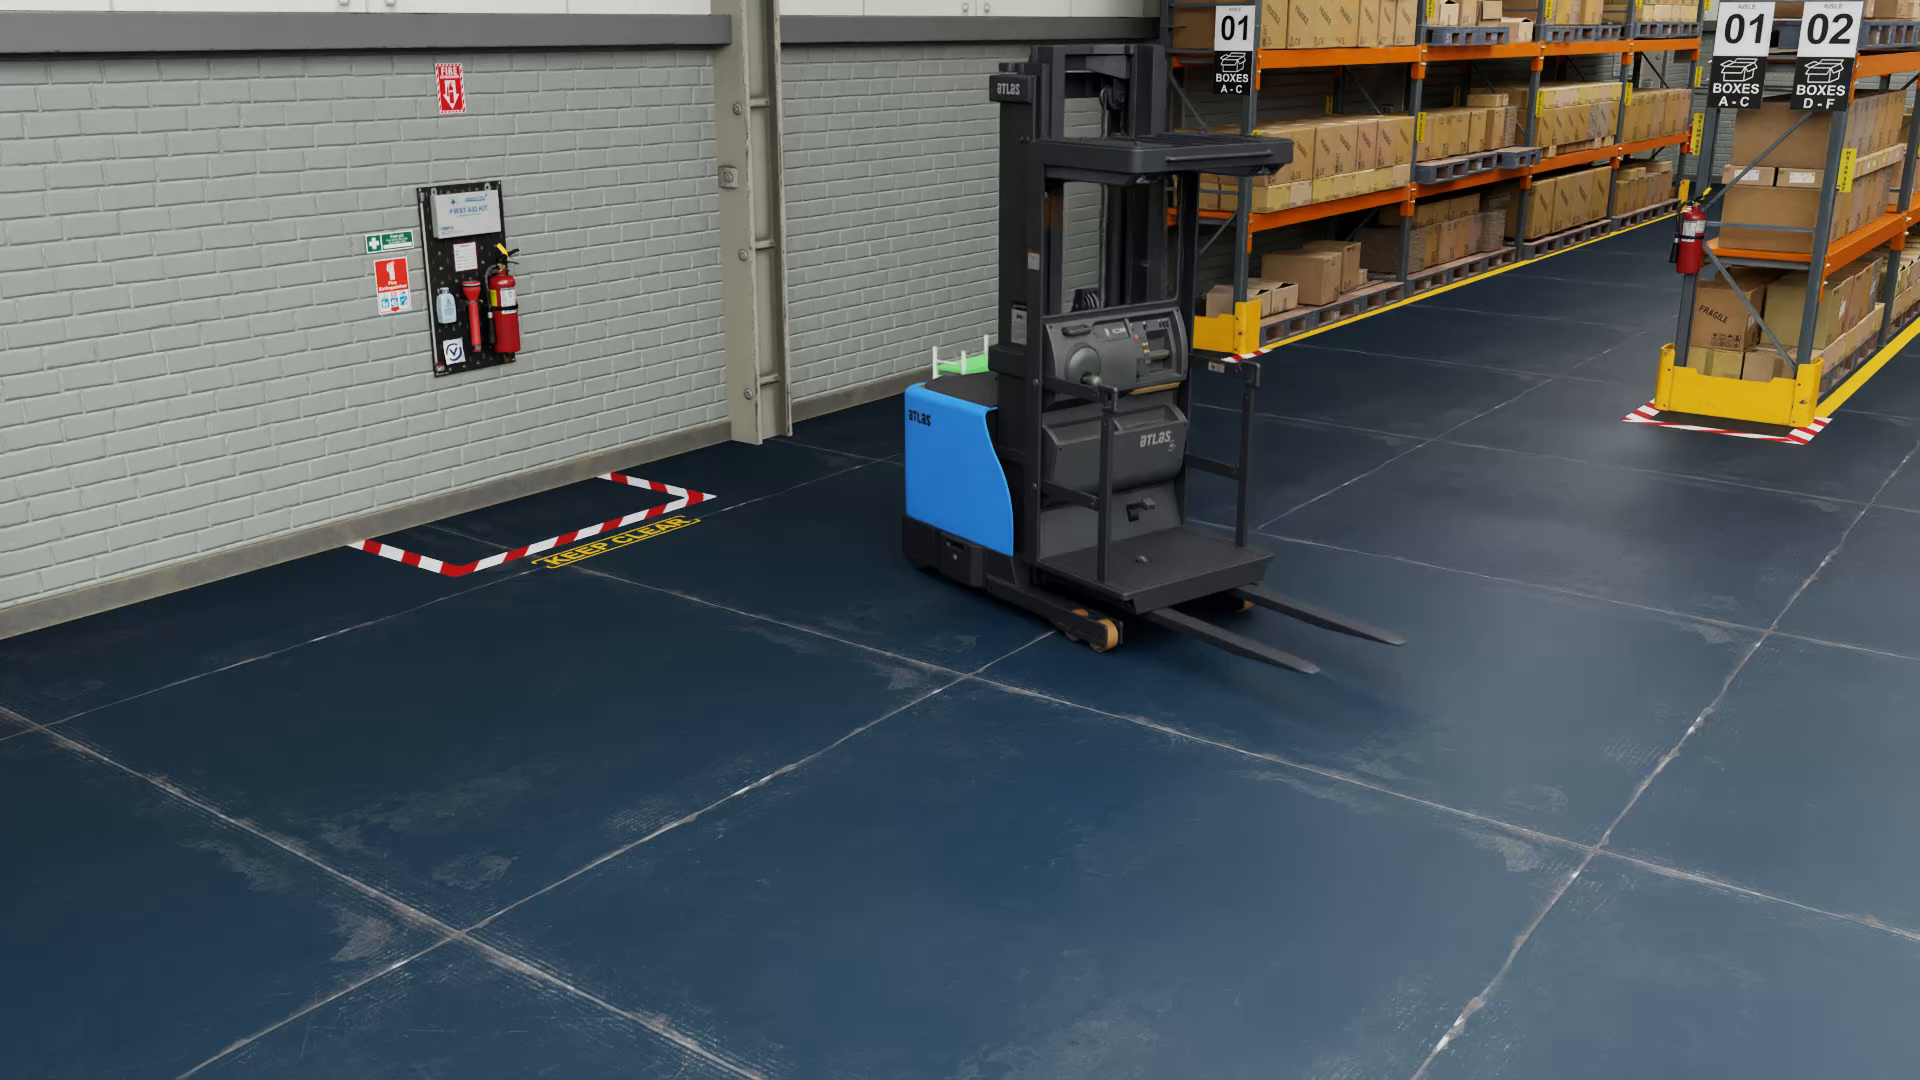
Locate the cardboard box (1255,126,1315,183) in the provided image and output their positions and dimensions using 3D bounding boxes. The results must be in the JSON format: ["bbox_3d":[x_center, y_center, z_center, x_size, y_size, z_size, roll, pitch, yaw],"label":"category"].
[{"bbox_3d":[3.148,-3.808,16.402,0.500,0.500,0.500,12,21,35],"label":"cardboard box"}]

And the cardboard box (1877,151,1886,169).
[{"bbox_3d":[8.086,-3.426,14.956,0.380,0.149,0.250,12,21,34],"label":"cardboard box"}]

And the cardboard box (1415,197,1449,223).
[{"bbox_3d":[5.695,-4.071,20.502,0.500,0.250,0.500,12,21,33],"label":"cardboard box"}]

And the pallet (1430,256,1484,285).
[{"bbox_3d":[5.893,-3.434,20.944,1.003,0.211,1.213,12,21,35],"label":"pallet"}]

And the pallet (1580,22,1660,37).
[{"bbox_3d":[9.966,-7.776,25.319,1.003,0.211,1.213,12,21,35],"label":"pallet"}]

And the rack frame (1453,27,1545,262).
[{"bbox_3d":[7.087,-5.240,22.061,1.000,3.000,0.127,12,21,35],"label":"rack frame"}]

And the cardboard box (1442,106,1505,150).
[{"bbox_3d":[6.504,-5.247,21.171,0.700,0.500,0.500,10,20,30],"label":"cardboard box"}]

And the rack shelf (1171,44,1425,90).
[{"bbox_3d":[3.512,-4.900,17.121,1.077,0.370,4.000,12,21,35],"label":"rack shelf"}]

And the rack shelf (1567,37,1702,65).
[{"bbox_3d":[10.662,-7.758,26.325,1.077,0.370,4.000,12,21,35],"label":"rack shelf"}]

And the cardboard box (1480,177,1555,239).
[{"bbox_3d":[7.630,-4.566,22.807,0.750,0.750,0.750,12,21,34],"label":"cardboard box"}]

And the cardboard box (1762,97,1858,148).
[{"bbox_3d":[6.930,-3.376,13.700,0.700,0.500,0.500,12,21,33],"label":"cardboard box"}]

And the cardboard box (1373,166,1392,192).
[{"bbox_3d":[4.361,-3.942,18.099,0.500,0.250,0.500,13,21,35],"label":"cardboard box"}]

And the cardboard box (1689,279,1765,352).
[{"bbox_3d":[6.381,-1.886,13.924,0.500,0.500,0.500,12,21,35],"label":"cardboard box"}]

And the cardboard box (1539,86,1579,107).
[{"bbox_3d":[8.179,-6.108,22.888,0.500,0.250,0.500,13,21,35],"label":"cardboard box"}]

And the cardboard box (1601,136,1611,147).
[{"bbox_3d":[9.365,-5.888,24.536,0.380,0.149,0.250,13,21,36],"label":"cardboard box"}]

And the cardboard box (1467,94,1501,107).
[{"bbox_3d":[6.726,-5.641,21.348,0.380,0.149,0.250,9,19,26],"label":"cardboard box"}]

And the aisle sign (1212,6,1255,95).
[{"bbox_3d":[2.518,-4.506,15.314,0.394,0.787,0.004,12,21,35],"label":"aisle sign"}]

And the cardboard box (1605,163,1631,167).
[{"bbox_3d":[10.677,-6.041,27.052,0.380,0.149,0.250,13,21,35],"label":"cardboard box"}]

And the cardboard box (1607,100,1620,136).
[{"bbox_3d":[9.397,-6.238,24.570,0.500,0.500,0.500,12,21,34],"label":"cardboard box"}]

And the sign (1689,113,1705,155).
[{"bbox_3d":[5.873,-3.226,13.222,0.100,0.325,0.005,12,21,35],"label":"sign"}]

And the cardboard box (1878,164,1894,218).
[{"bbox_3d":[8.425,-3.354,15.819,0.700,0.500,0.500,12,21,33],"label":"cardboard box"}]

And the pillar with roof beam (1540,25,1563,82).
[{"bbox_3d":[12.650,-8.617,22.819,9.100,9.000,0.400,12,21,35],"label":"pillar with roof beam"}]

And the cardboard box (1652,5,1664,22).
[{"bbox_3d":[10.409,-8.039,25.392,0.500,0.250,0.500,12,21,34],"label":"cardboard box"}]

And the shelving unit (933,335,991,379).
[{"bbox_3d":[0.092,-0.616,10.206,0.258,1.200,0.503,14,22,37],"label":"shelving unit"}]

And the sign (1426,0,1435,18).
[{"bbox_3d":[5.144,-5.873,18.169,0.100,0.325,0.005,12,21,35],"label":"sign"}]

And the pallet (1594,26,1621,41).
[{"bbox_3d":[8.963,-7.307,23.981,0.805,0.209,1.217,11,21,33],"label":"pallet"}]

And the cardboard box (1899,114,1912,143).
[{"bbox_3d":[11.352,-4.784,19.715,0.700,0.500,0.500,5,18,16],"label":"cardboard box"}]

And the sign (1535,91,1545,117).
[{"bbox_3d":[7.528,-5.662,21.600,0.100,0.325,0.005,12,21,35],"label":"sign"}]

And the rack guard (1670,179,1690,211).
[{"bbox_3d":[11.868,-5.958,28.586,1.175,0.500,0.348,12,21,35],"label":"rack guard"}]

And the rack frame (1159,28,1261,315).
[{"bbox_3d":[2.320,-3.335,15.925,1.000,3.000,0.127,12,21,35],"label":"rack frame"}]

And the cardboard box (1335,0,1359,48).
[{"bbox_3d":[3.677,-5.238,16.792,0.500,0.500,0.500,14,22,38],"label":"cardboard box"}]

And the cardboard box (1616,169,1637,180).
[{"bbox_3d":[10.349,-5.719,26.015,0.380,0.149,0.250,13,22,37],"label":"cardboard box"}]

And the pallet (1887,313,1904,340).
[{"bbox_3d":[9.092,-2.264,17.178,1.003,0.211,1.213,12,21,35],"label":"pallet"}]

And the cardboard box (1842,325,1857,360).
[{"bbox_3d":[7.694,-1.793,14.889,0.500,0.250,0.500,12,21,35],"label":"cardboard box"}]

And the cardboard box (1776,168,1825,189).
[{"bbox_3d":[6.707,-2.873,13.177,0.380,0.149,0.250,12,21,34],"label":"cardboard box"}]

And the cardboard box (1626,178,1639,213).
[{"bbox_3d":[10.300,-5.479,26.336,0.700,0.500,0.500,12,21,34],"label":"cardboard box"}]

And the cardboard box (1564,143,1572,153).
[{"bbox_3d":[8.374,-5.535,23.399,0.380,0.149,0.250,13,21,35],"label":"cardboard box"}]

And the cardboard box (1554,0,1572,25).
[{"bbox_3d":[7.943,-7.321,22.794,0.700,0.500,0.500,14,22,37],"label":"cardboard box"}]

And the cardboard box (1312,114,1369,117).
[{"bbox_3d":[4.256,-4.509,18.660,0.500,0.500,0.500,12,21,33],"label":"cardboard box"}]

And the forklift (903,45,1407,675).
[{"bbox_3d":[0.954,-0.998,8.516,1.130,2.935,3.031,-13,21,-35],"label":"forklift"}]

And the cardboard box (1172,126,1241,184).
[{"bbox_3d":[2.430,-3.781,16.316,0.500,0.500,0.500,12,21,34],"label":"cardboard box"}]

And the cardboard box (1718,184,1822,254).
[{"bbox_3d":[6.589,-2.617,13.445,0.700,0.500,0.500,12,21,35],"label":"cardboard box"}]

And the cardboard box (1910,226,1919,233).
[{"bbox_3d":[11.568,-3.440,19.737,0.500,0.500,0.500,14,22,37],"label":"cardboard box"}]

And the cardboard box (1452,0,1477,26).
[{"bbox_3d":[5.828,-6.378,19.791,0.500,0.500,0.500,12,21,33],"label":"cardboard box"}]

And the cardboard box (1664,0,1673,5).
[{"bbox_3d":[10.711,-8.523,25.685,0.500,0.500,0.500,13,21,35],"label":"cardboard box"}]

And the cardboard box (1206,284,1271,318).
[{"bbox_3d":[2.805,-2.410,16.738,0.500,0.311,0.500,10,20,29],"label":"cardboard box"}]

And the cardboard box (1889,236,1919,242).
[{"bbox_3d":[10.649,-3.228,18.563,0.500,0.311,0.500,12,21,34],"label":"cardboard box"}]

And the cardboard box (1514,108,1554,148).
[{"bbox_3d":[7.582,-5.510,22.226,0.500,0.500,0.500,13,22,36],"label":"cardboard box"}]

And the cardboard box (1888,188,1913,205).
[{"bbox_3d":[9.376,-3.468,16.778,0.380,0.149,0.250,12,21,35],"label":"cardboard box"}]

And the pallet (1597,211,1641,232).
[{"bbox_3d":[9.986,-5.029,26.081,1.003,0.211,1.213,12,21,35],"label":"pallet"}]

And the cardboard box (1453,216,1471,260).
[{"bbox_3d":[6.026,-3.851,21.059,0.700,0.500,0.500,12,21,34],"label":"cardboard box"}]

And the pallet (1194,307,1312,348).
[{"bbox_3d":[2.878,-2.209,17.000,1.003,0.211,1.213,12,21,35],"label":"pallet"}]

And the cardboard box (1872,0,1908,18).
[{"bbox_3d":[7.510,-4.555,13.685,0.500,0.500,0.500,12,21,35],"label":"cardboard box"}]
